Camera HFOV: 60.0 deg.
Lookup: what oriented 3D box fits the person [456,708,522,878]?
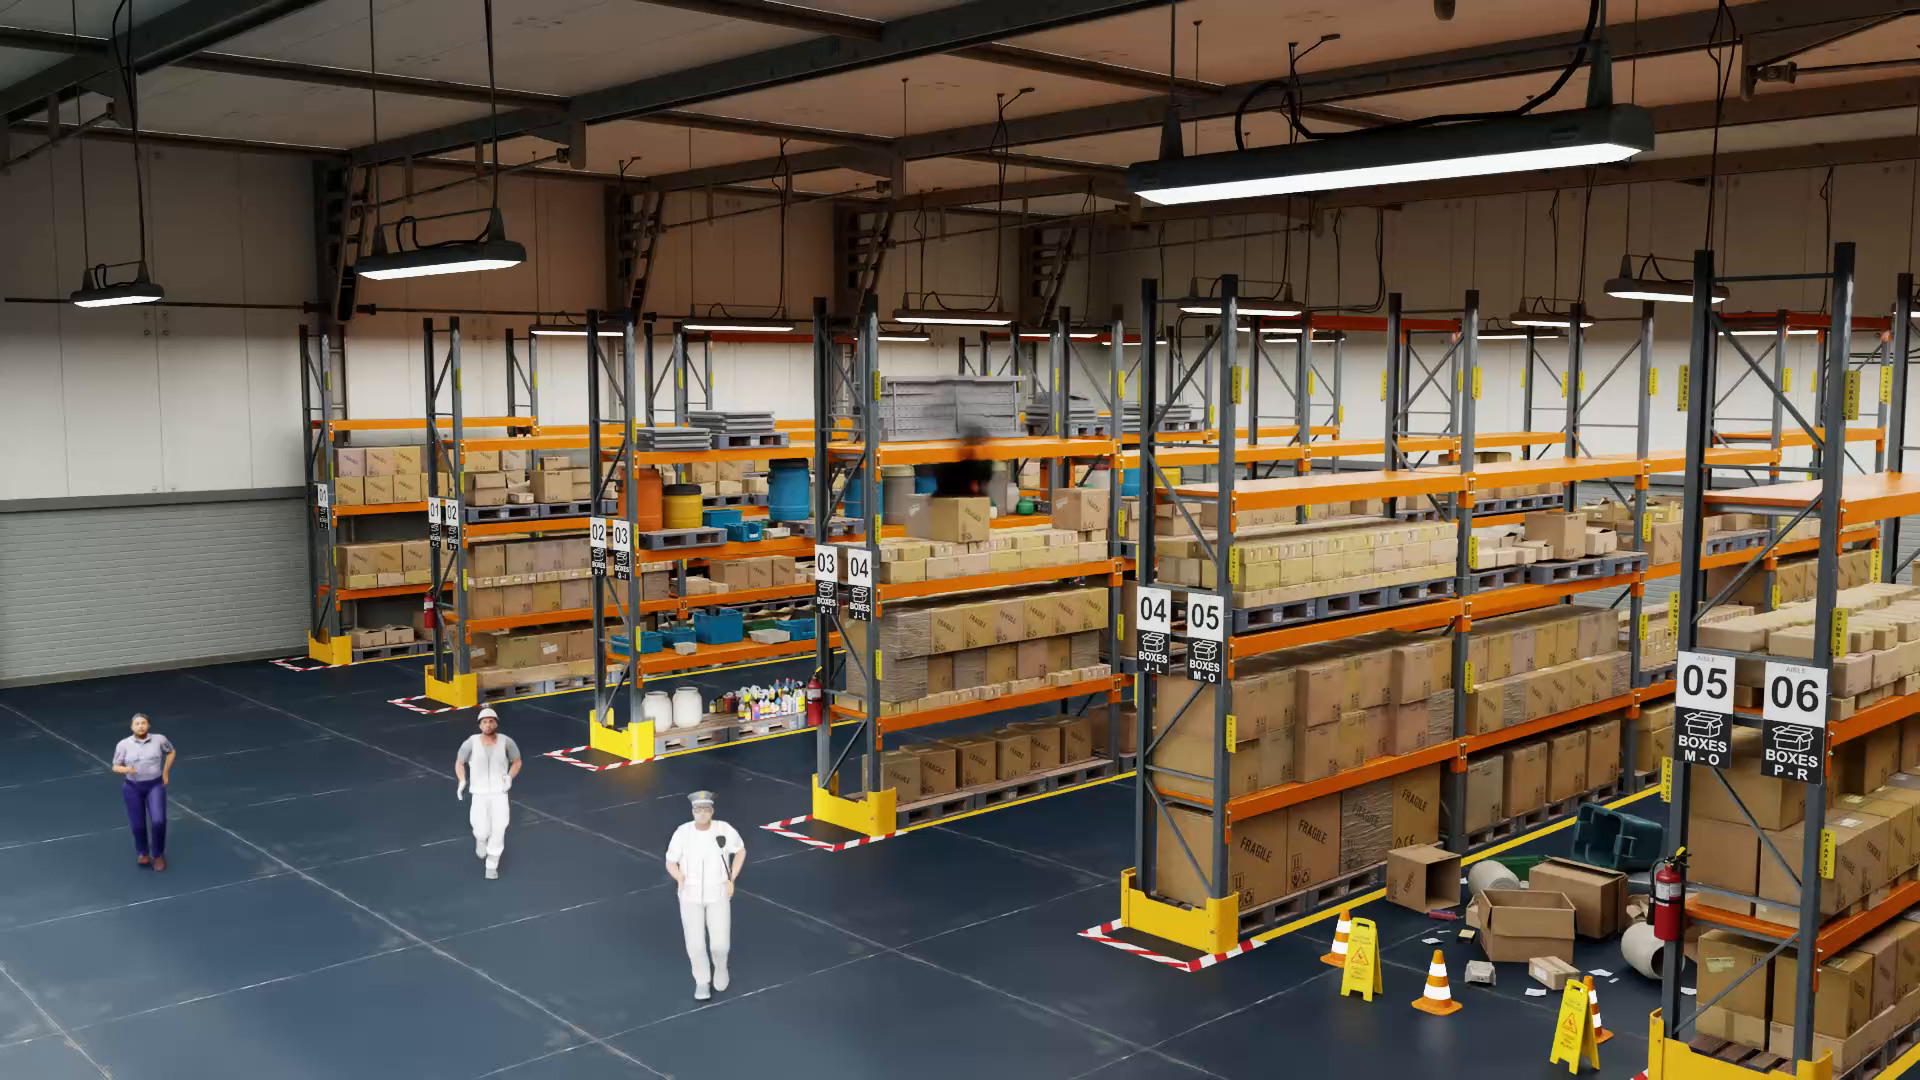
[{"bbox_3d":[-4.821,2.584,17.055,0.658,1.738,0.601,-2,6,-17],"label":"person"}]

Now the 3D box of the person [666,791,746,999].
[{"bbox_3d":[-2.088,2.918,13.634,0.652,1.737,0.588,-1,6,-5],"label":"person"}]

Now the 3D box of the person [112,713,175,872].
[{"bbox_3d":[-8.433,2.631,17.218,0.586,1.664,0.661,-3,6,-25],"label":"person"}]
